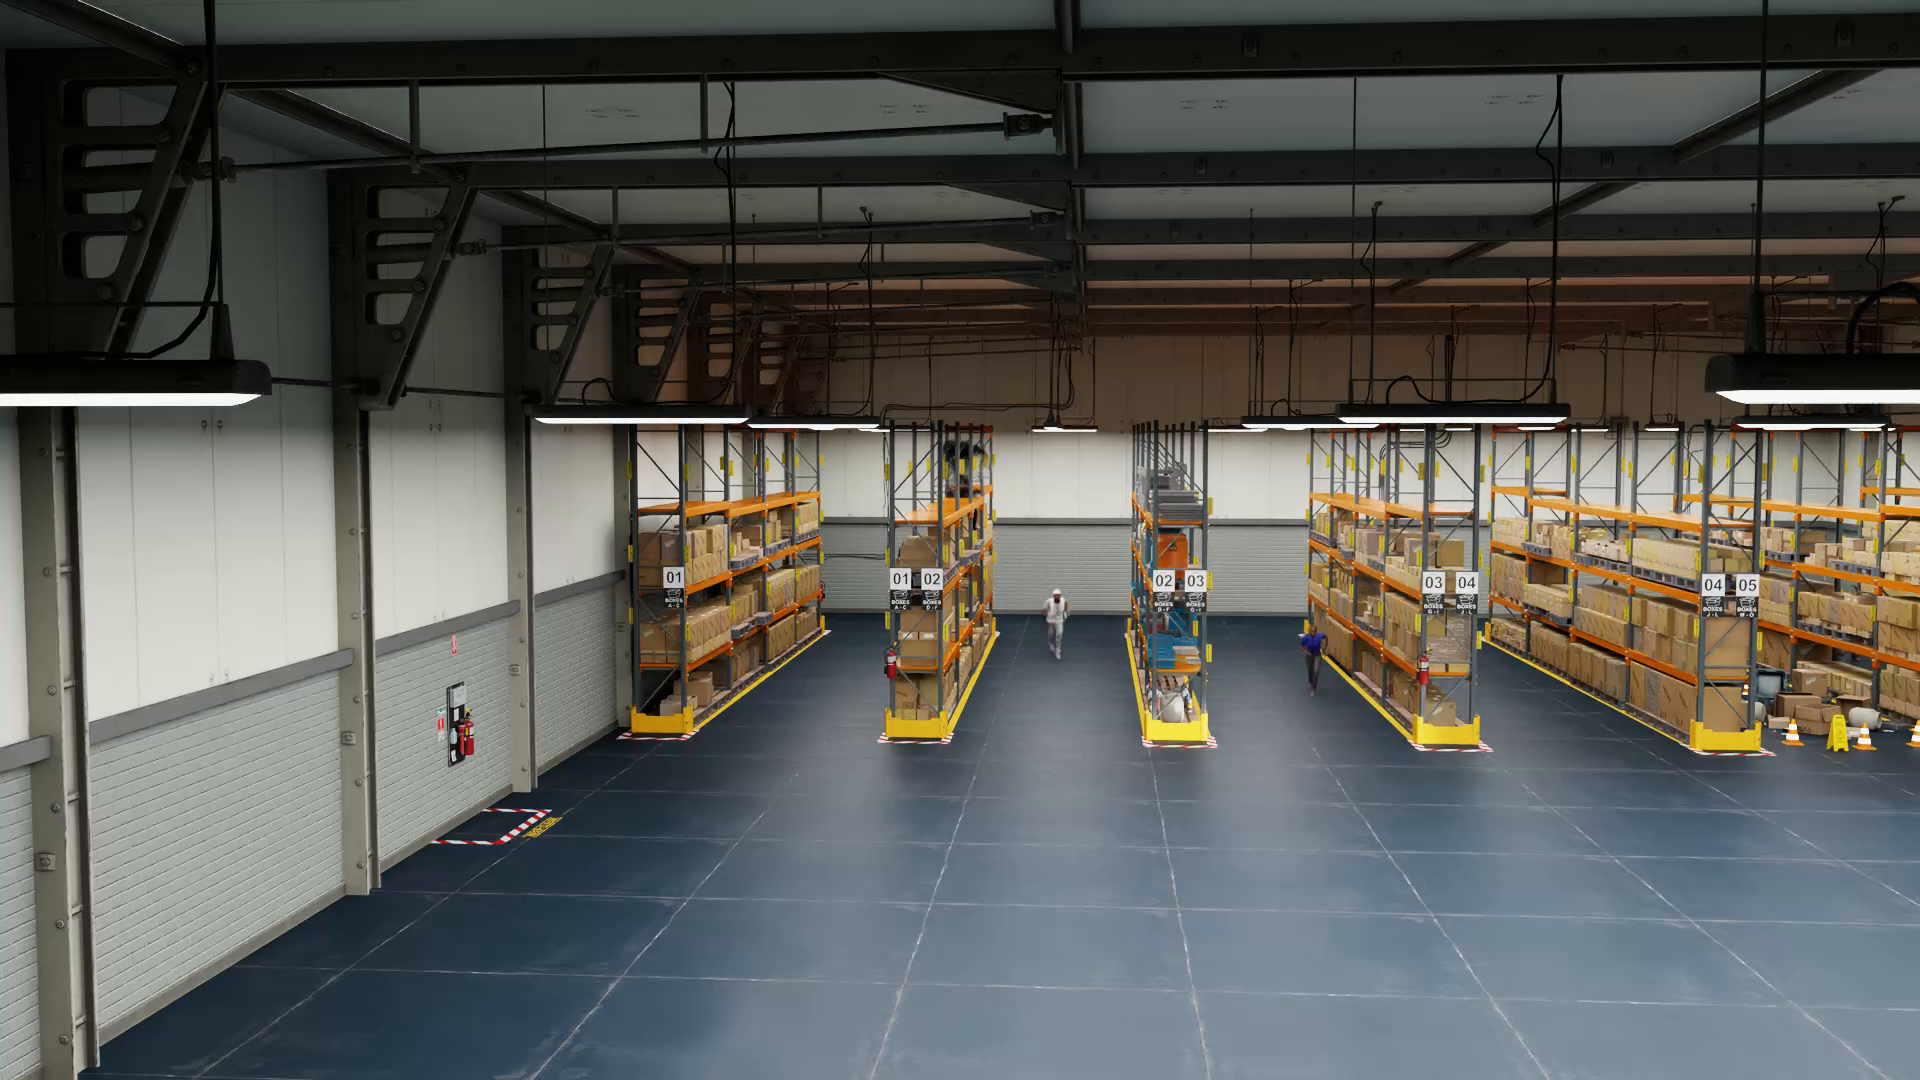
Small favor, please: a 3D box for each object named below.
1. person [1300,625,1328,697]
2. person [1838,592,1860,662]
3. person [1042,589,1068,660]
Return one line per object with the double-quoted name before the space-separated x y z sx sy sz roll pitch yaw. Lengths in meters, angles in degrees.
"person" 7.791 2.637 36.751 0.580 1.617 0.965 1 4 9
"person" 22.180 2.195 41.742 0.724 1.794 0.952 0 4 -5
"person" 2.446 2.137 42.857 0.682 1.778 1.117 0 4 -3
